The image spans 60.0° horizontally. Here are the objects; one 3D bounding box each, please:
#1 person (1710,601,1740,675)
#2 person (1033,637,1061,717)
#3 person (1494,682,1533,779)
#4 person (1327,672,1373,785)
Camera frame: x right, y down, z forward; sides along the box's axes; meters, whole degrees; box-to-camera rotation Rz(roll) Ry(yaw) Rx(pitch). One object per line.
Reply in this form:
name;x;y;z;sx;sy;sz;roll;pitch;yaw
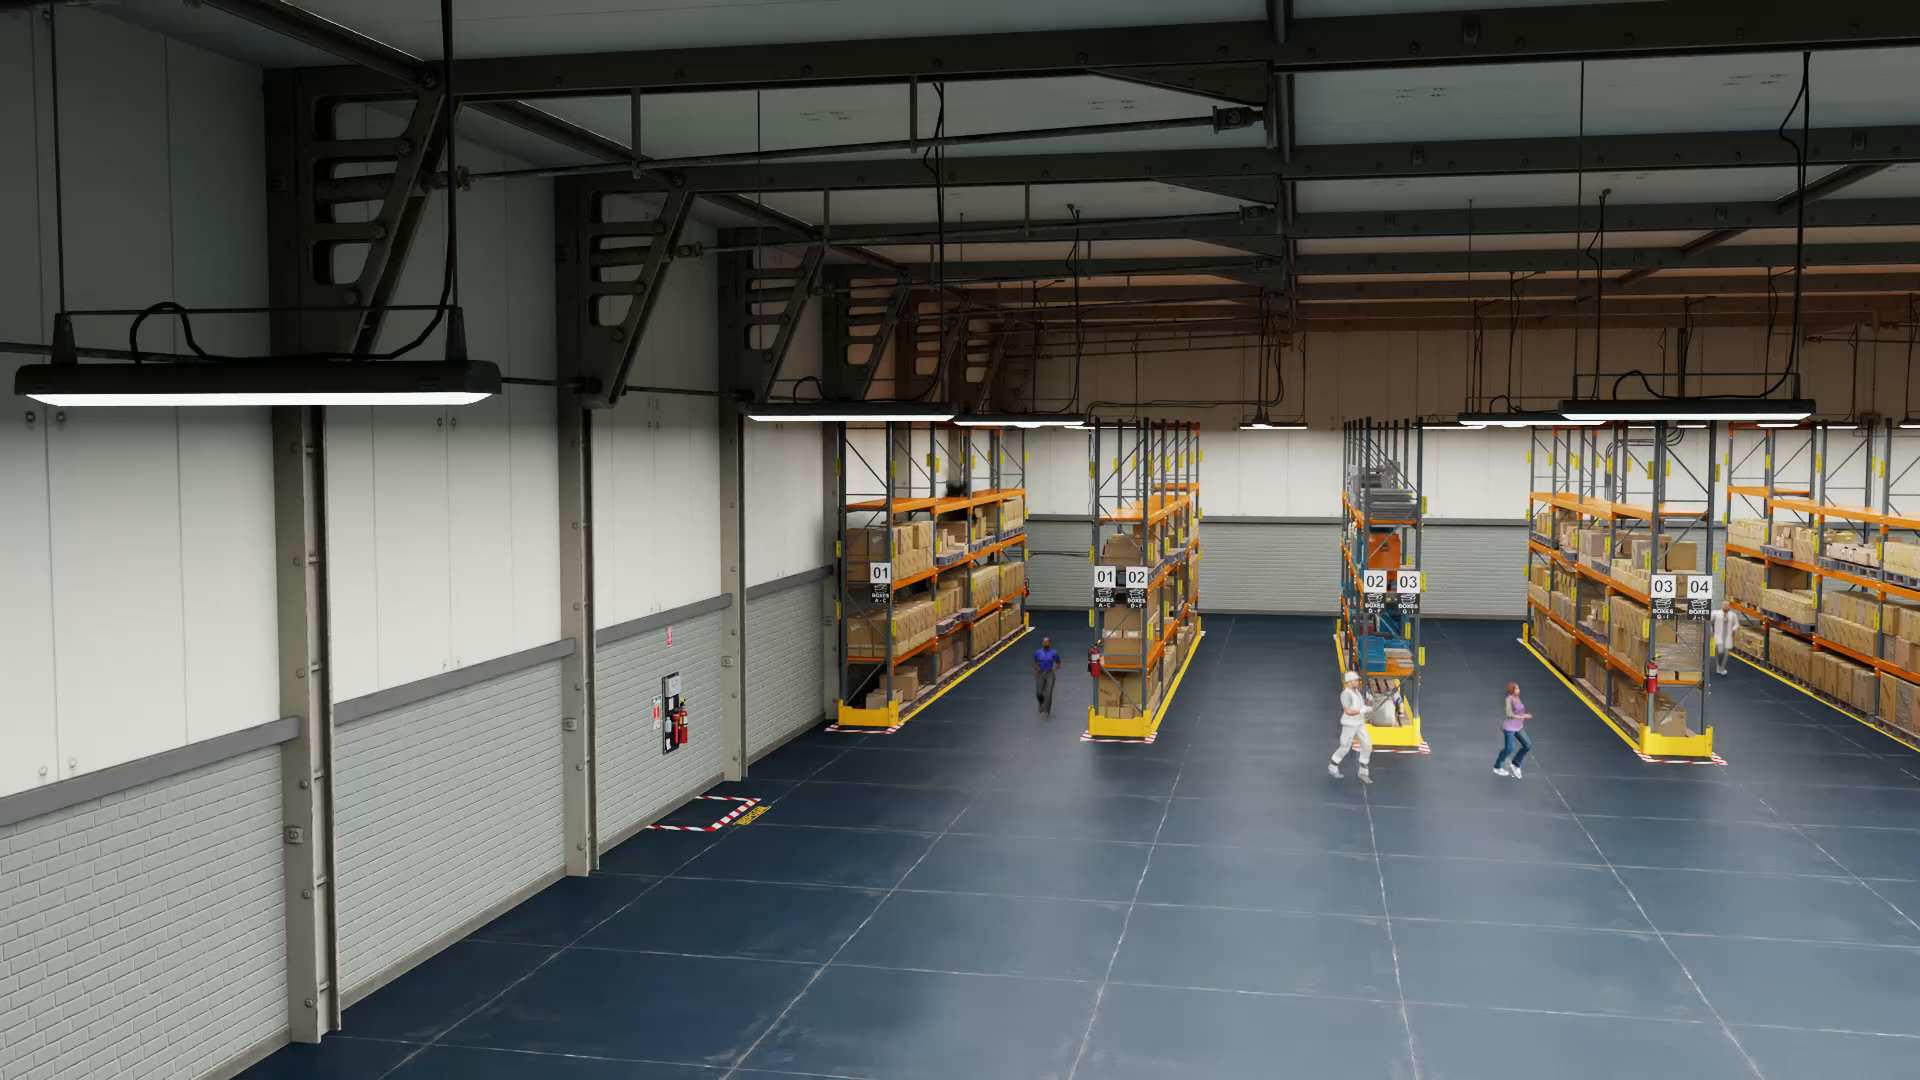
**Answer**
person;17.999;2.307;39.201;0.712;1.750;0.679;1;4;10
person;1.734;2.751;33.406;0.578;1.609;0.571;1;4;9
person;9.147;3.140;27.445;0.501;1.605;0.667;-3;5;-41
person;6.390;3.064;27.102;0.792;1.846;0.646;3;5;43
